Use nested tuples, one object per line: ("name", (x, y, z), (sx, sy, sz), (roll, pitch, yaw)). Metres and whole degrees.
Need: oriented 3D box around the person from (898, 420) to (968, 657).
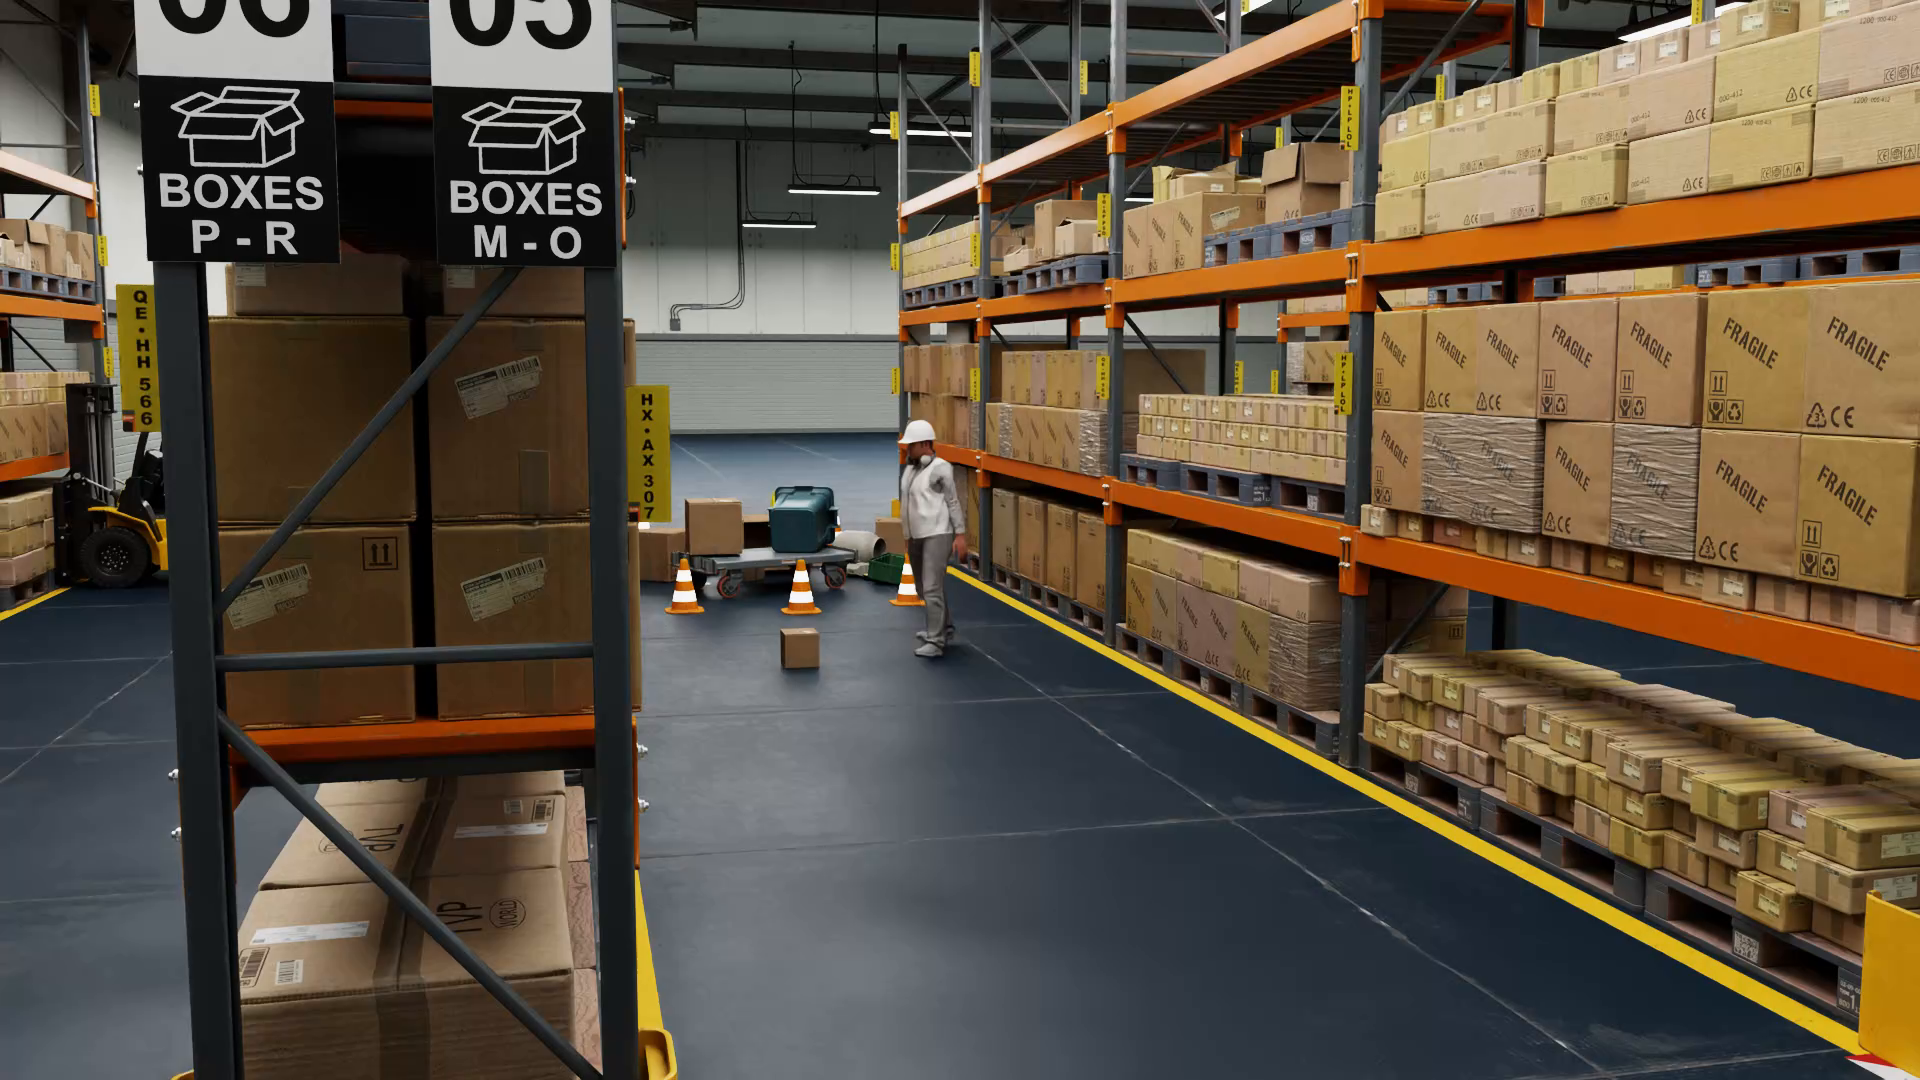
("person", (-0.233, -0.026, 12.601), (0.676, 1.759, 0.673), (-5, 8, -37))
